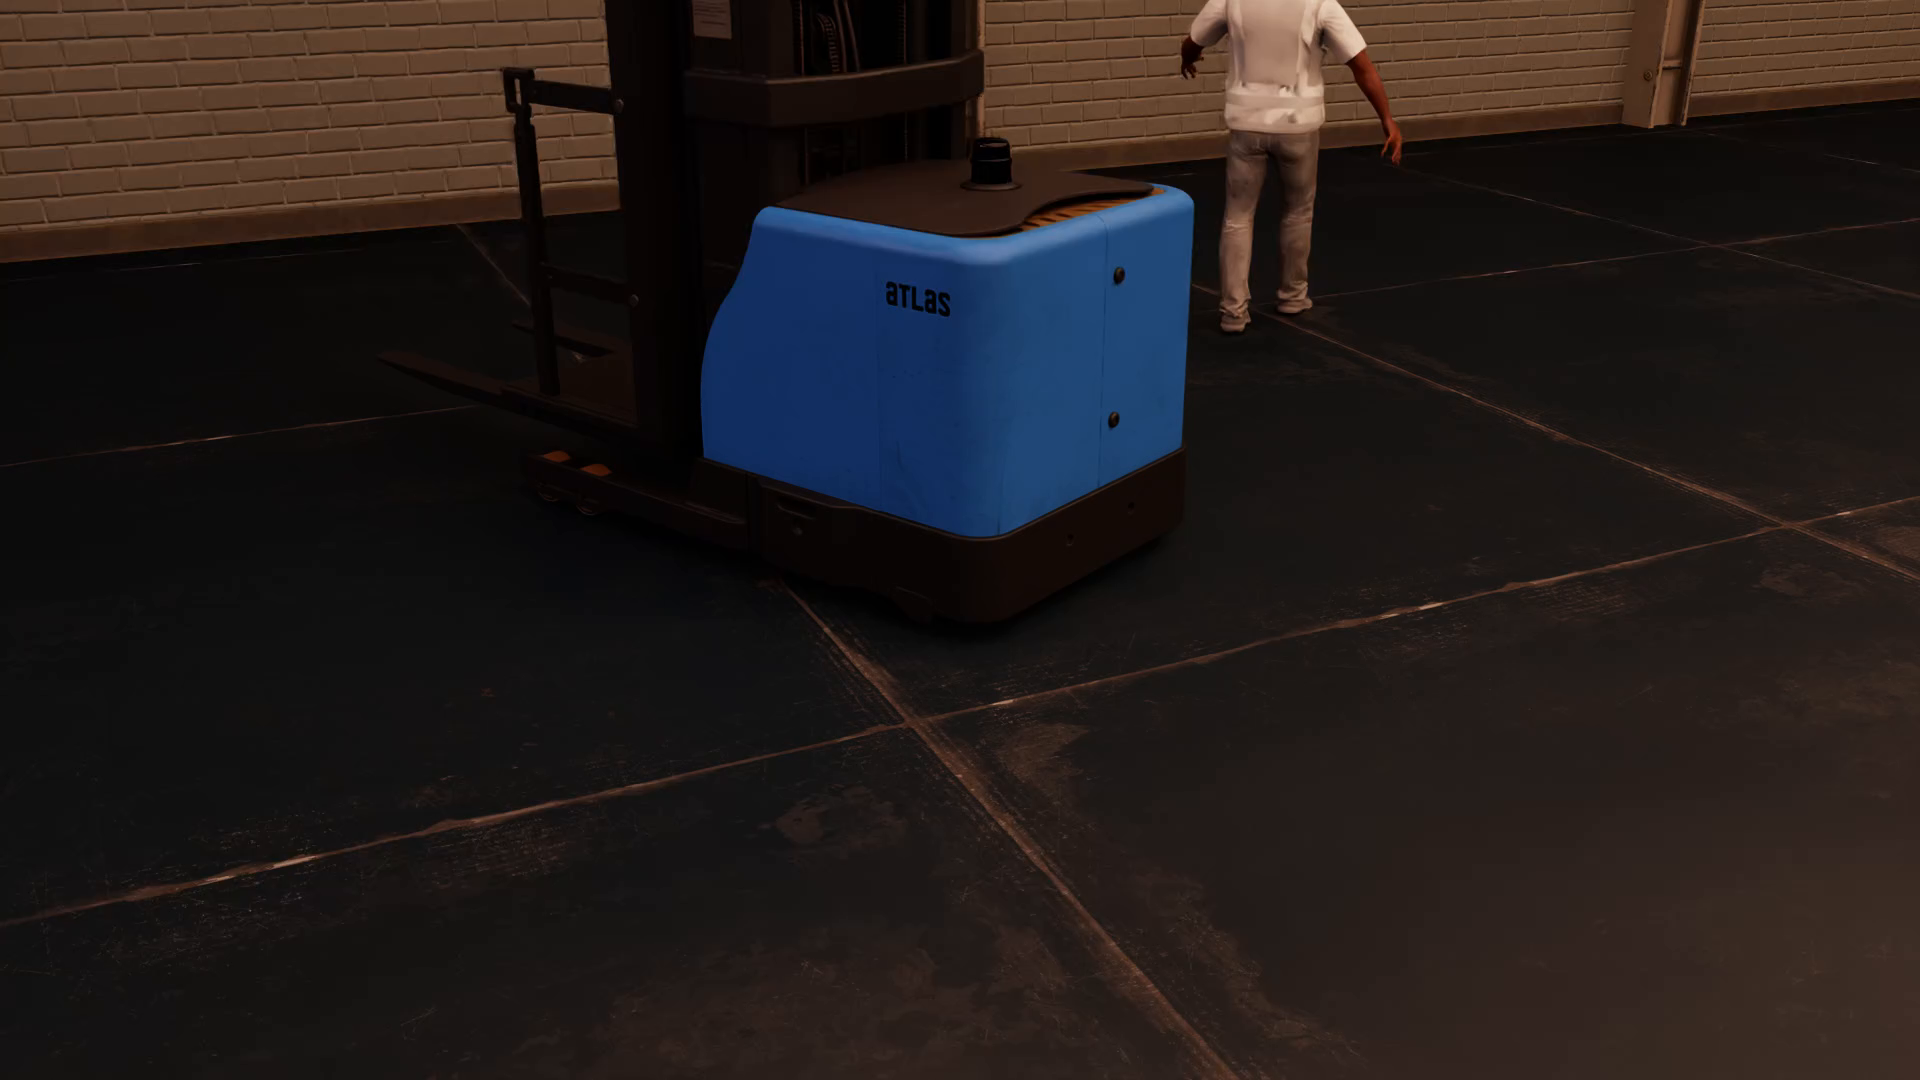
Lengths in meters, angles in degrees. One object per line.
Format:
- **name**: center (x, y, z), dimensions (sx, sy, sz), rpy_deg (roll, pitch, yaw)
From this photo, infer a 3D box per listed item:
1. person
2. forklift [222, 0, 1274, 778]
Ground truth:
- **person**: center (1.528, -1.947, 7.505), dimensions (0.635, 1.760, 0.457), rpy_deg (11, 25, 24)
- **forklift**: center (-0.413, -1.182, 4.131), dimensions (1.130, 2.935, 3.031), rpy_deg (19, 29, 39)
